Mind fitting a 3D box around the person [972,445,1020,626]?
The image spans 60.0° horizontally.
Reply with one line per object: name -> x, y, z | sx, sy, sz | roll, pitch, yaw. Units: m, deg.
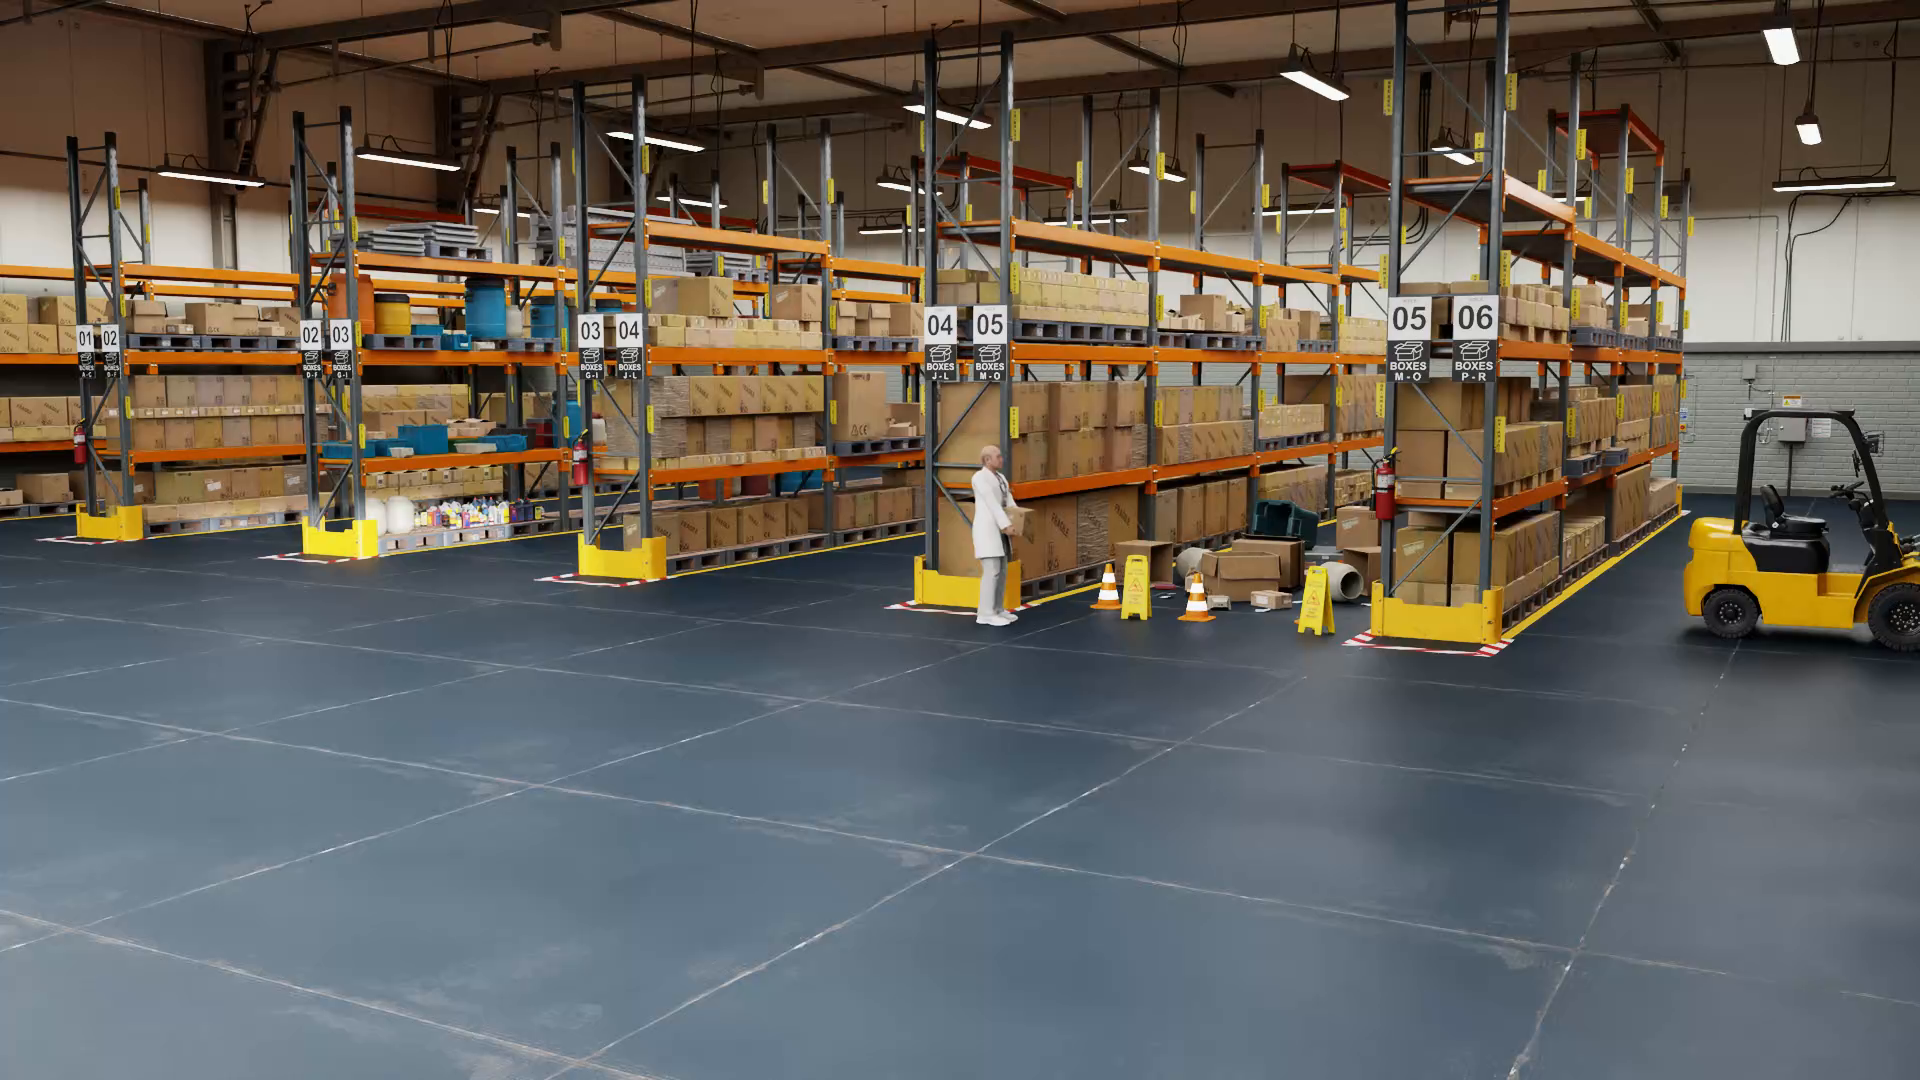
person -> 0.409, -0.049, 16.562 | 0.551, 1.780, 0.523 | 3, 7, 27
